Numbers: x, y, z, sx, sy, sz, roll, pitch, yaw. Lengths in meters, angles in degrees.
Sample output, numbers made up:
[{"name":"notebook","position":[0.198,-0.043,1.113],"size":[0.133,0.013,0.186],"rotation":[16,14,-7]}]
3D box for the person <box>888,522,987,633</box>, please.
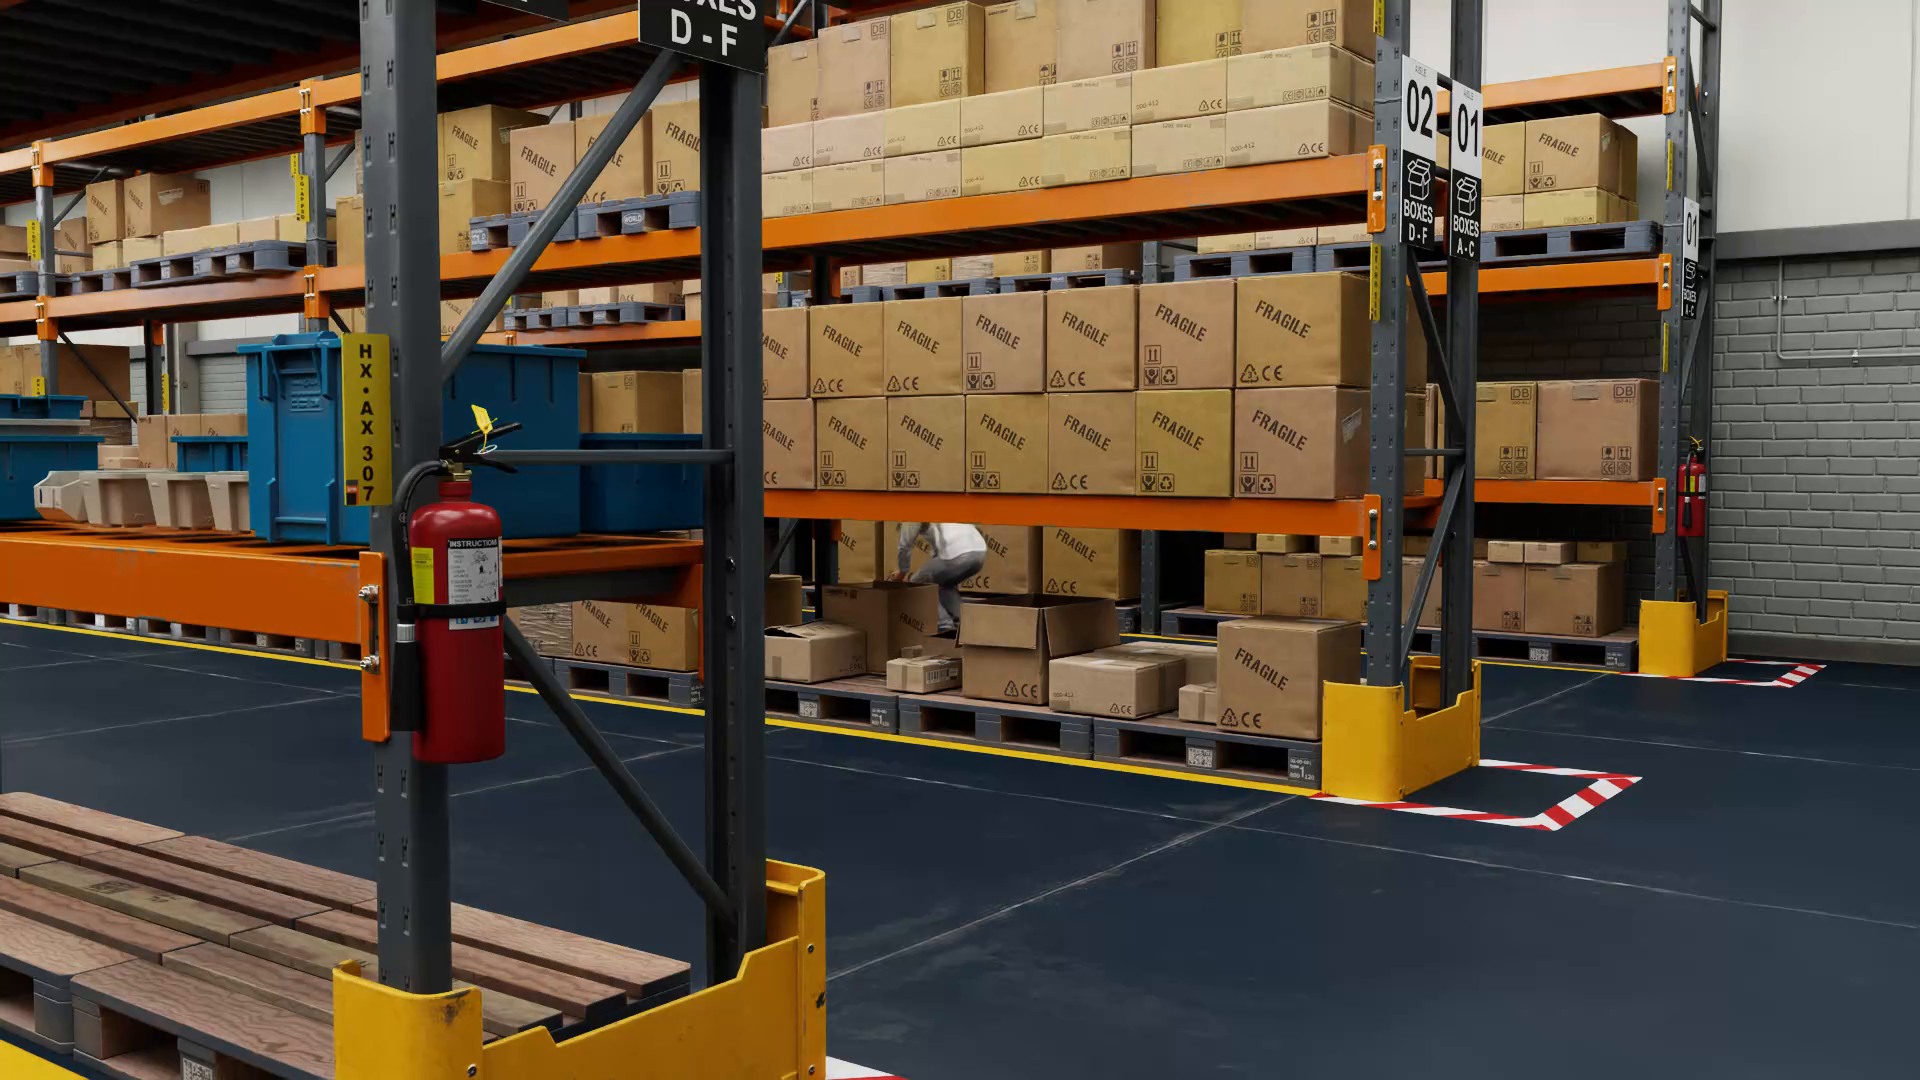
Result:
[{"name":"person","position":[-0.207,0.148,13.583],"size":[0.834,1.269,0.582],"rotation":[2,4,37]}]
